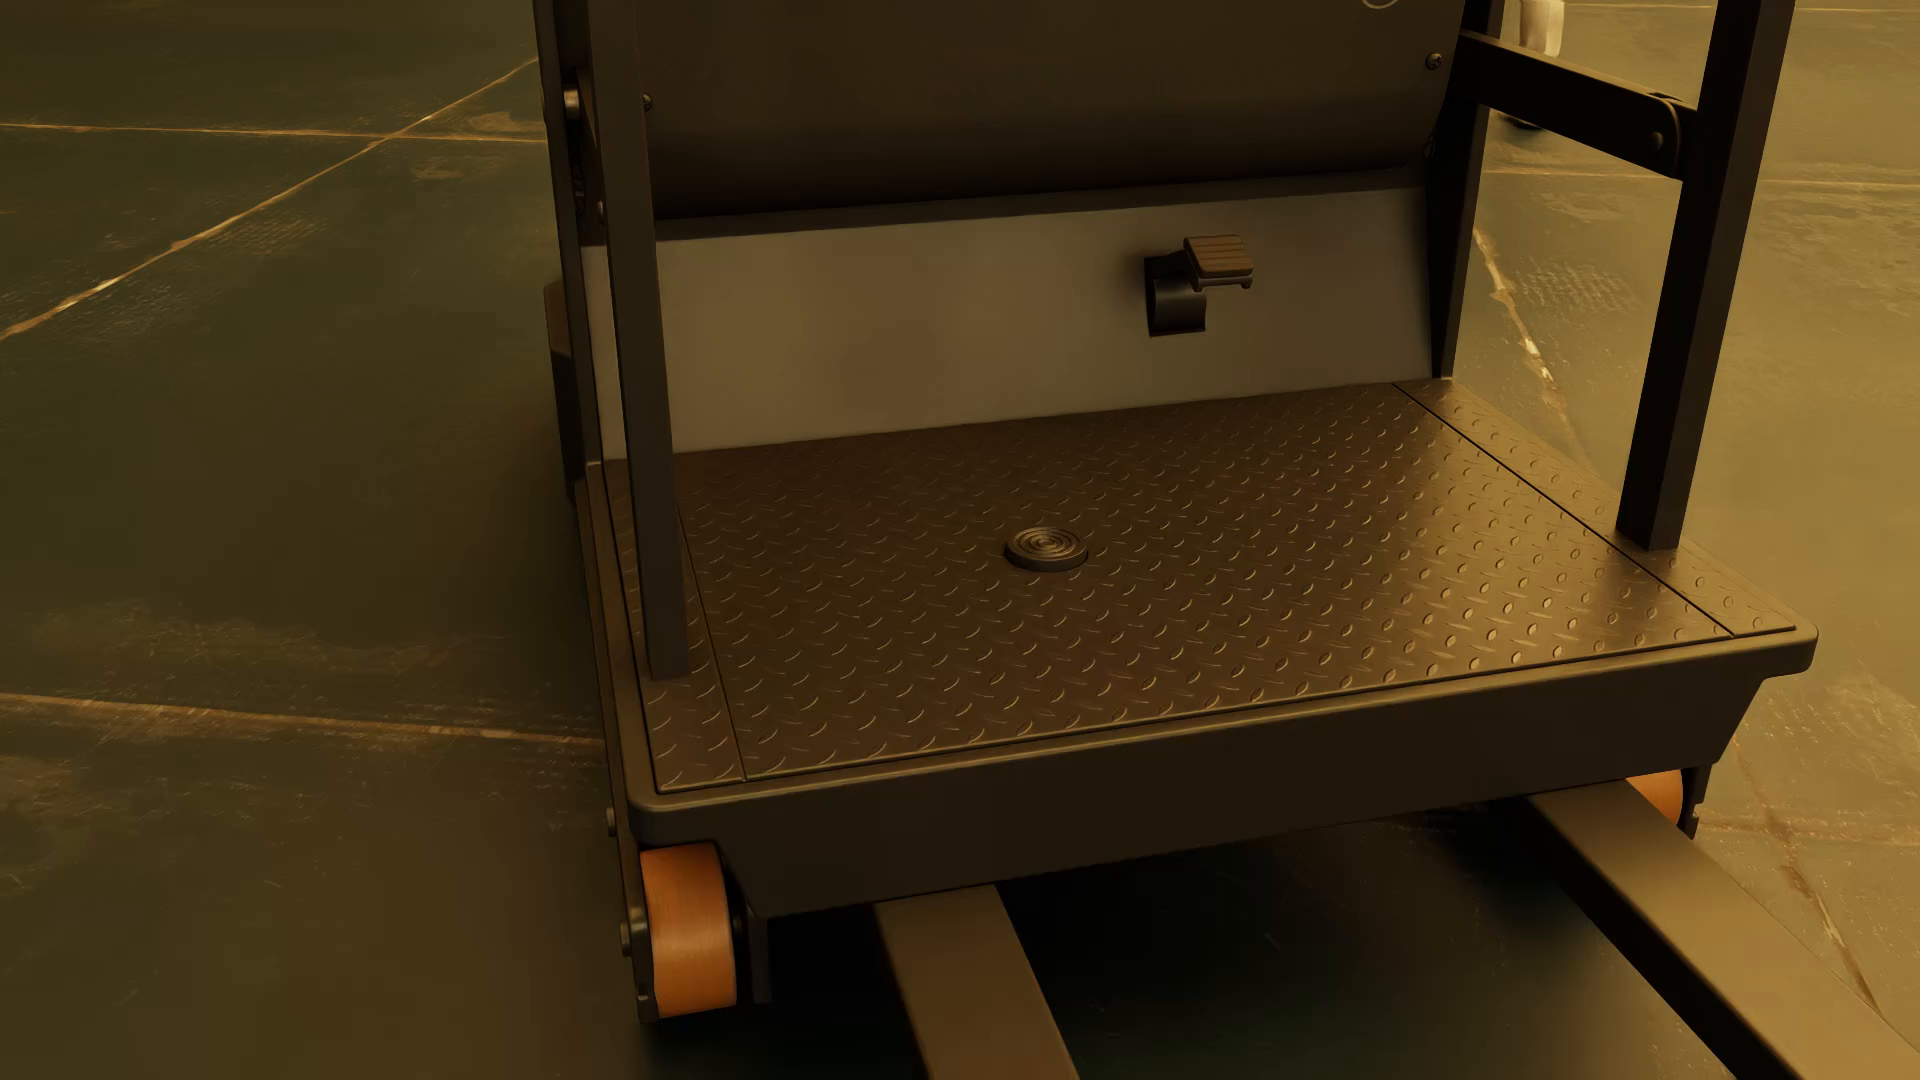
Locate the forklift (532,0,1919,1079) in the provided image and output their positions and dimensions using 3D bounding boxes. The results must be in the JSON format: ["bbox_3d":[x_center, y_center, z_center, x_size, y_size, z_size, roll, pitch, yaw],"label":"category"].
[{"bbox_3d":[0.153,-1.049,1.319,1.130,2.935,3.031,-7,27,-13],"label":"forklift"}]

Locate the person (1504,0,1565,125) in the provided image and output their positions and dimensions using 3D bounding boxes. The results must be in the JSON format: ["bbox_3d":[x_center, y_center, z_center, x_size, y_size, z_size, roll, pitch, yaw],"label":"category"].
[{"bbox_3d":[1.571,-2.021,4.689,0.568,1.712,0.449,2,27,3],"label":"person"}]
